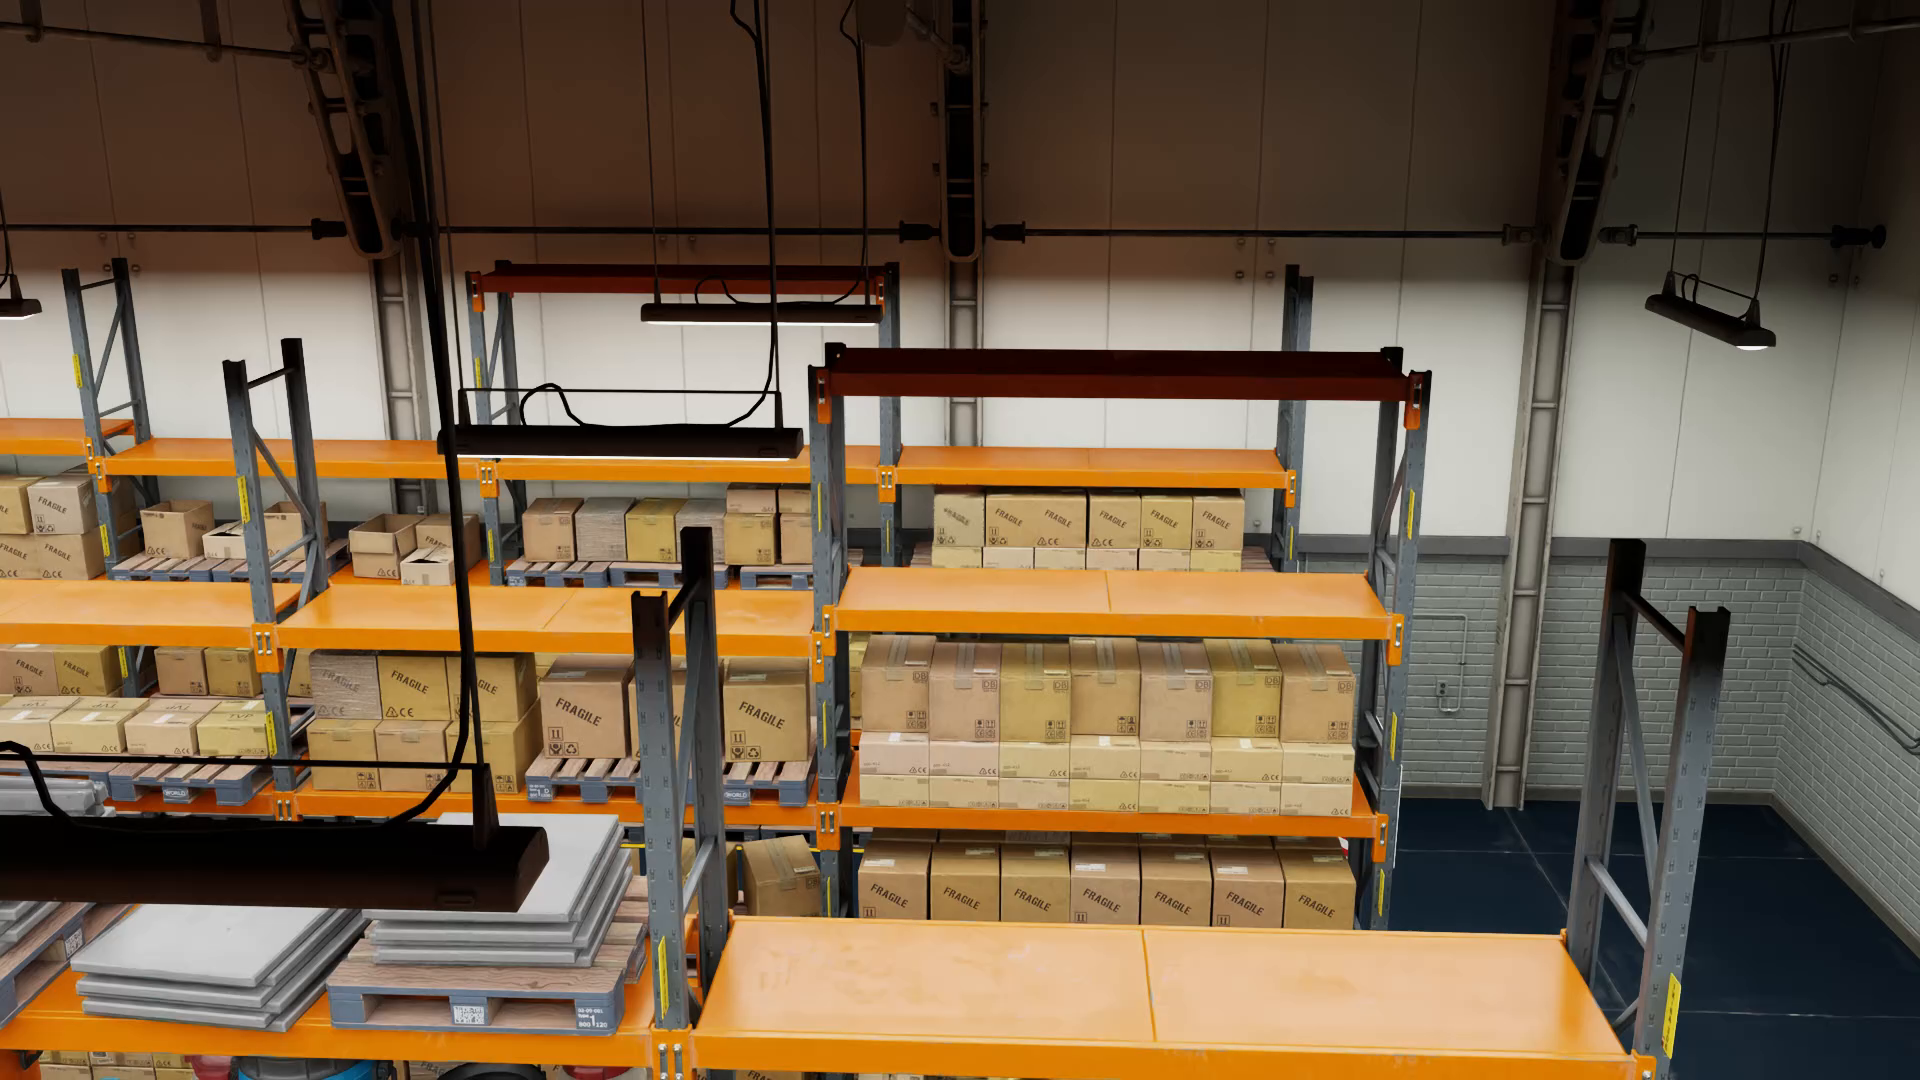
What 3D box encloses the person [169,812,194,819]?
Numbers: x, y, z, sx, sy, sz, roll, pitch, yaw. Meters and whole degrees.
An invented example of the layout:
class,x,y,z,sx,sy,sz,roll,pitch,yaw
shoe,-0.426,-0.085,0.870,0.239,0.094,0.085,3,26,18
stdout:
class,x,y,z,sx,sy,sz,roll,pitch,yaw
person,-6.797,3.115,14.797,0.647,1.731,0.624,5,17,16
